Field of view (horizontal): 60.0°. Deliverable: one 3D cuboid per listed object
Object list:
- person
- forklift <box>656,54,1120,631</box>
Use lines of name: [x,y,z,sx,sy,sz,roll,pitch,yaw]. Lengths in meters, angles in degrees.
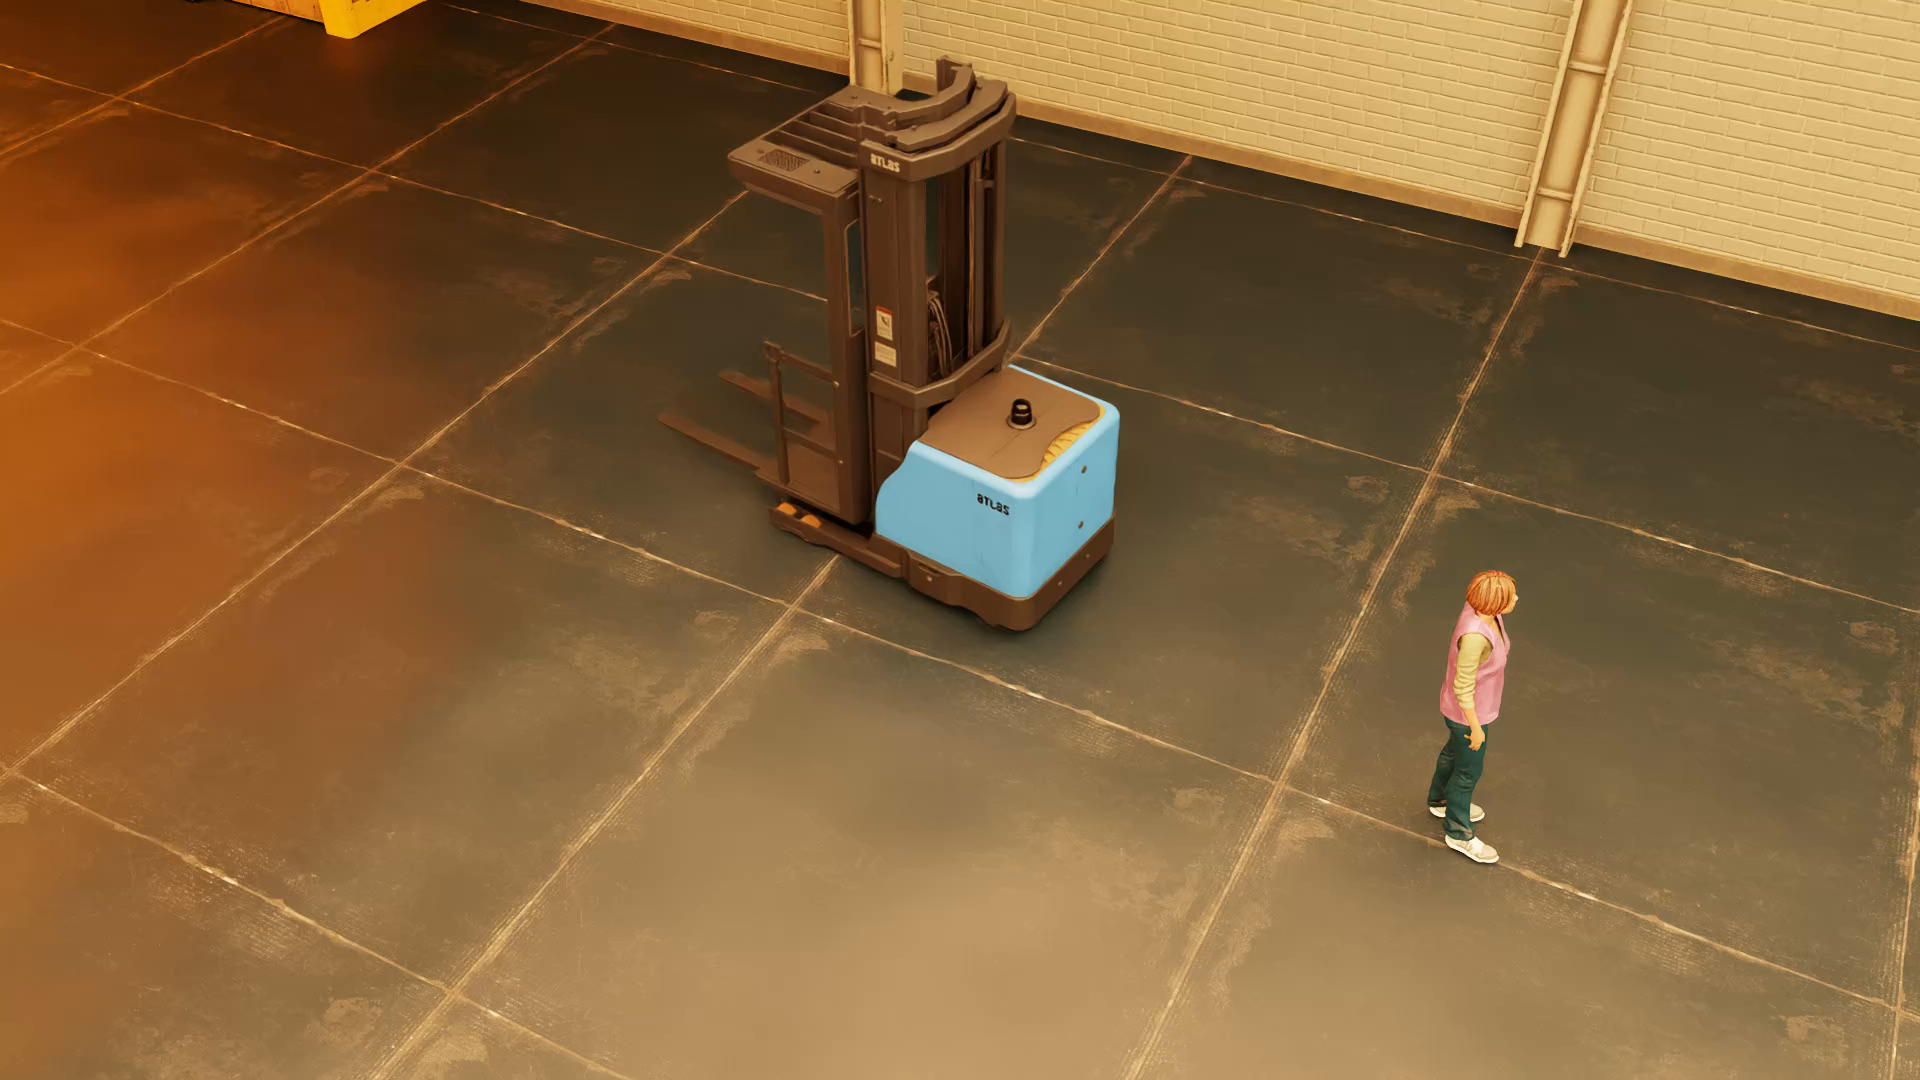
person: [2.545,0.821,8.041,0.473,1.592,0.520,13,42,15]
forklift: [-0.566,-1.361,9.602,3.031,2.935,1.130,25,46,26]
